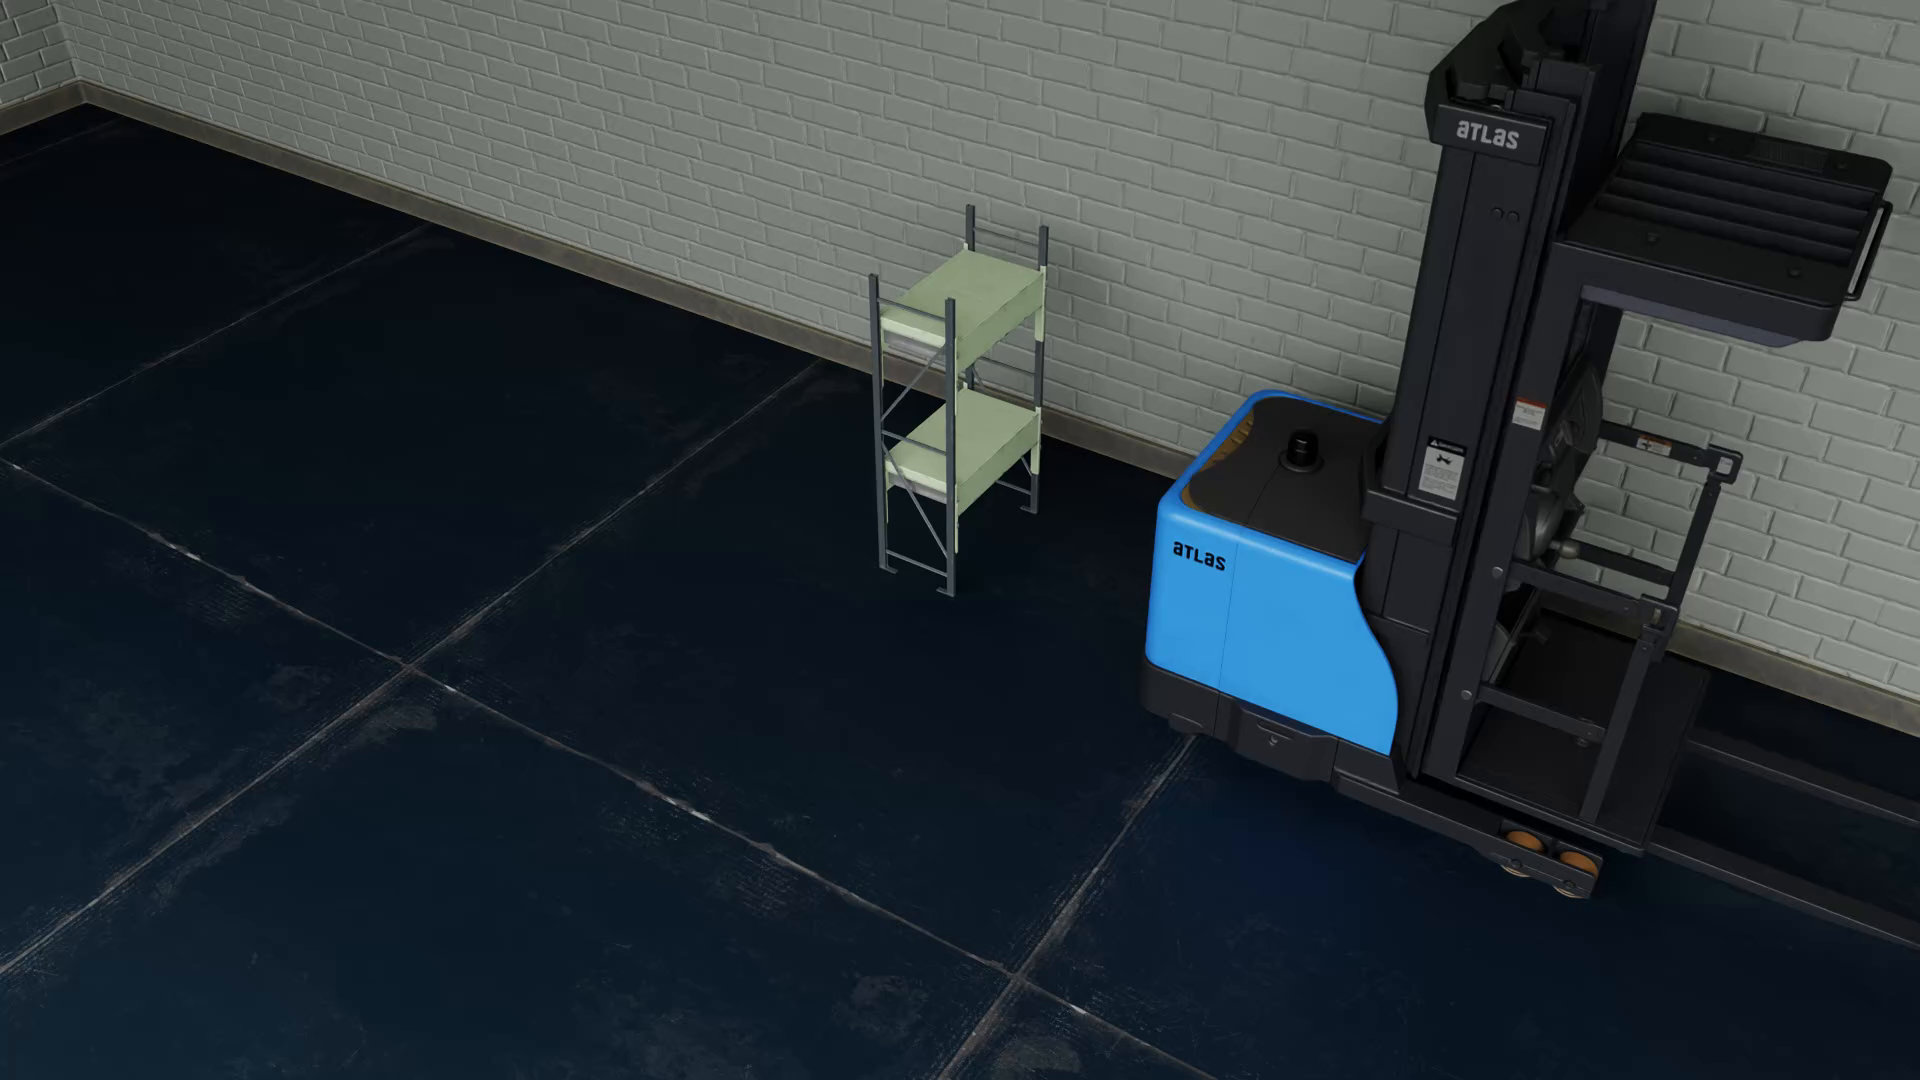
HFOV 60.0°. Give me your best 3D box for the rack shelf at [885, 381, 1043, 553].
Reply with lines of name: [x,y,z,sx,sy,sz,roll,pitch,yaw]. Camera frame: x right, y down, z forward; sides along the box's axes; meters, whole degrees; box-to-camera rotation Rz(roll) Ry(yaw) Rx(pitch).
rack shelf: [0.004,-0.339,7.496,0.431,0.370,0.720,21,42,25]

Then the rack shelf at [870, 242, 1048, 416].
rack shelf: [0.004,-0.907,7.058,0.431,0.370,0.720,21,42,25]

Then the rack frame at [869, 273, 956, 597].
rack frame: [-0.193,-0.409,7.052,0.400,1.500,0.023,21,42,25]

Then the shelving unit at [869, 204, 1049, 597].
shelving unit: [0.004,-0.597,7.297,0.431,1.500,0.755,21,42,25]

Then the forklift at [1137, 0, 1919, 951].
forklift: [2.251,-0.232,5.650,3.031,2.935,1.130,20,42,24]

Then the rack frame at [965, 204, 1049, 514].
rack frame: [0.200,-0.786,7.541,0.400,1.500,0.023,21,42,25]
